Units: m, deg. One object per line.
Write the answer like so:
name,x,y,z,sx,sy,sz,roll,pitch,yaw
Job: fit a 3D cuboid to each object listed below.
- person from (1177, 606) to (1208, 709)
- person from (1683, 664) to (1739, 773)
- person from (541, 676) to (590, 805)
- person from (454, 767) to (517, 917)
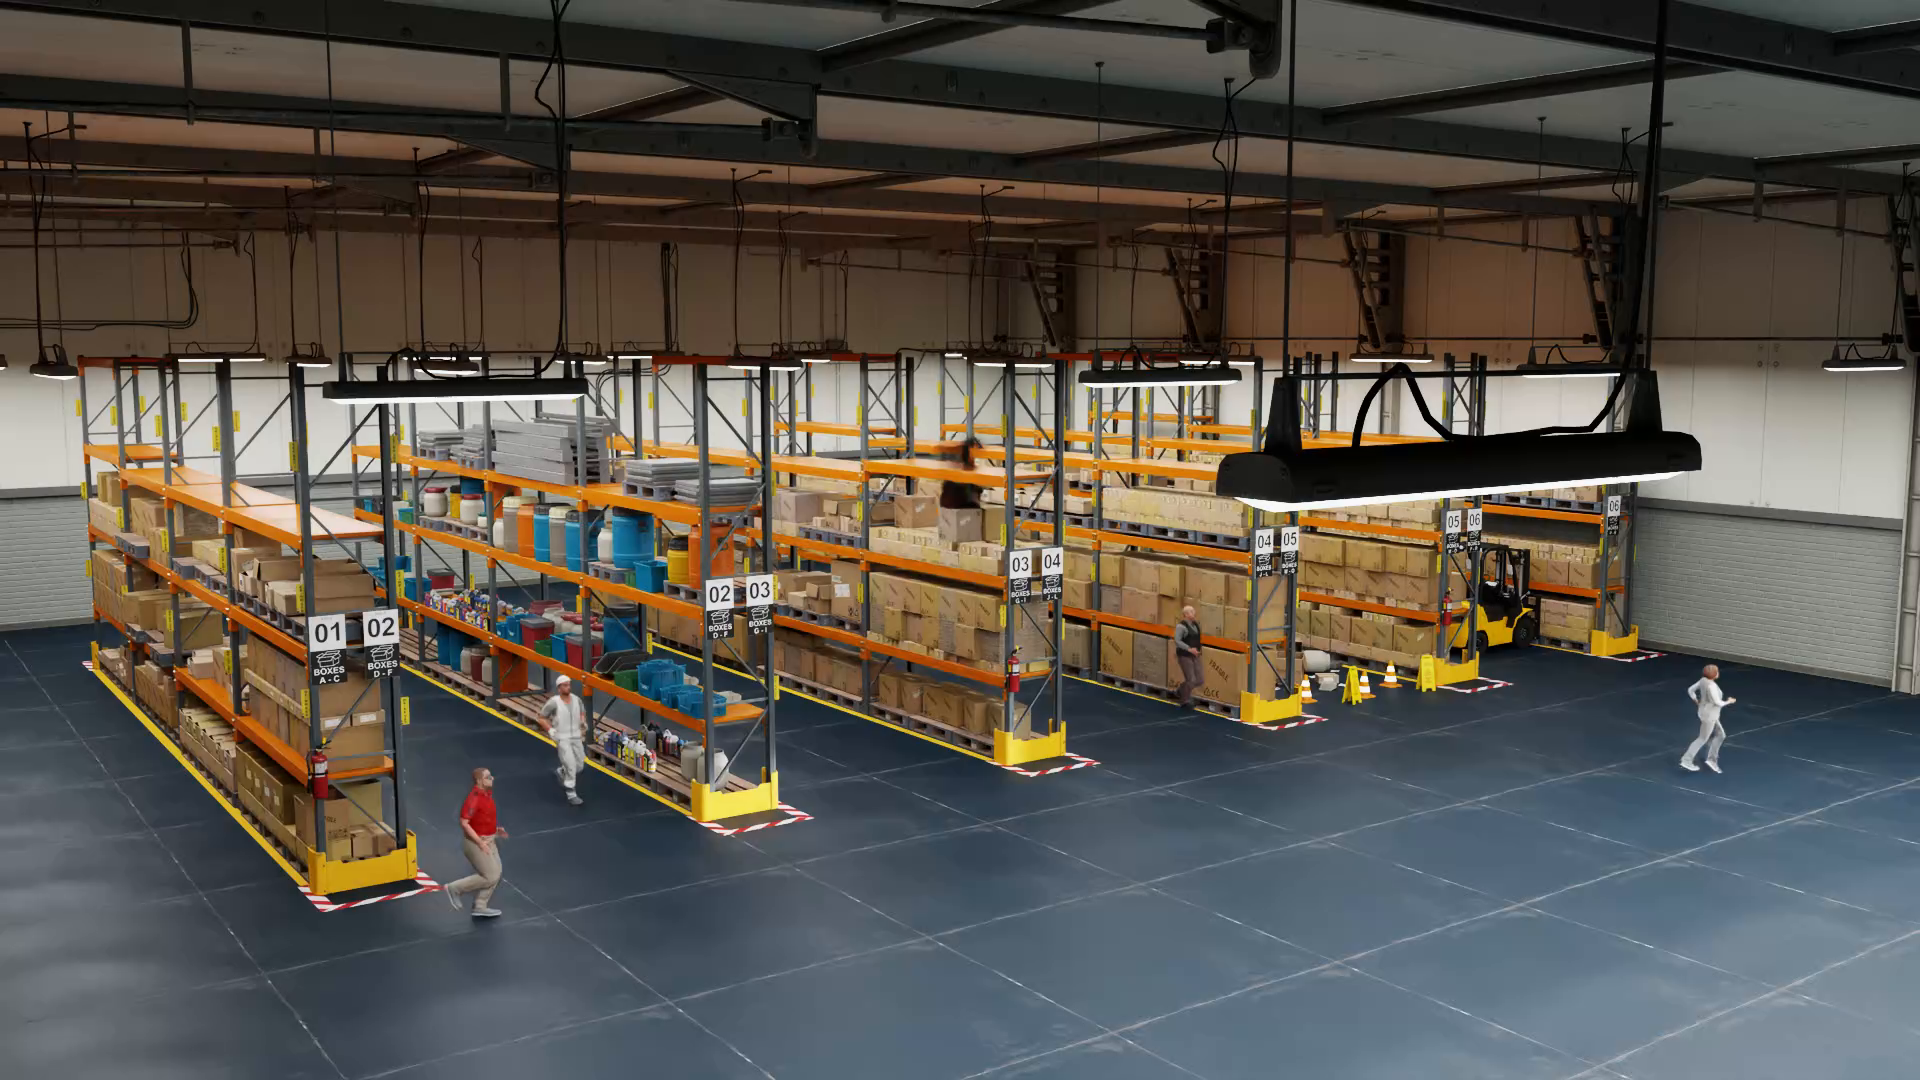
person,3.816,1.919,27.135,0.551,1.702,0.688,6,9,39
person,10.922,2.603,24.183,0.750,1.640,0.511,1,7,11
person,-5.373,2.720,22.714,0.658,1.741,0.694,-7,10,-44
person,-5.196,3.309,18.189,0.635,1.670,0.653,0,7,-3
